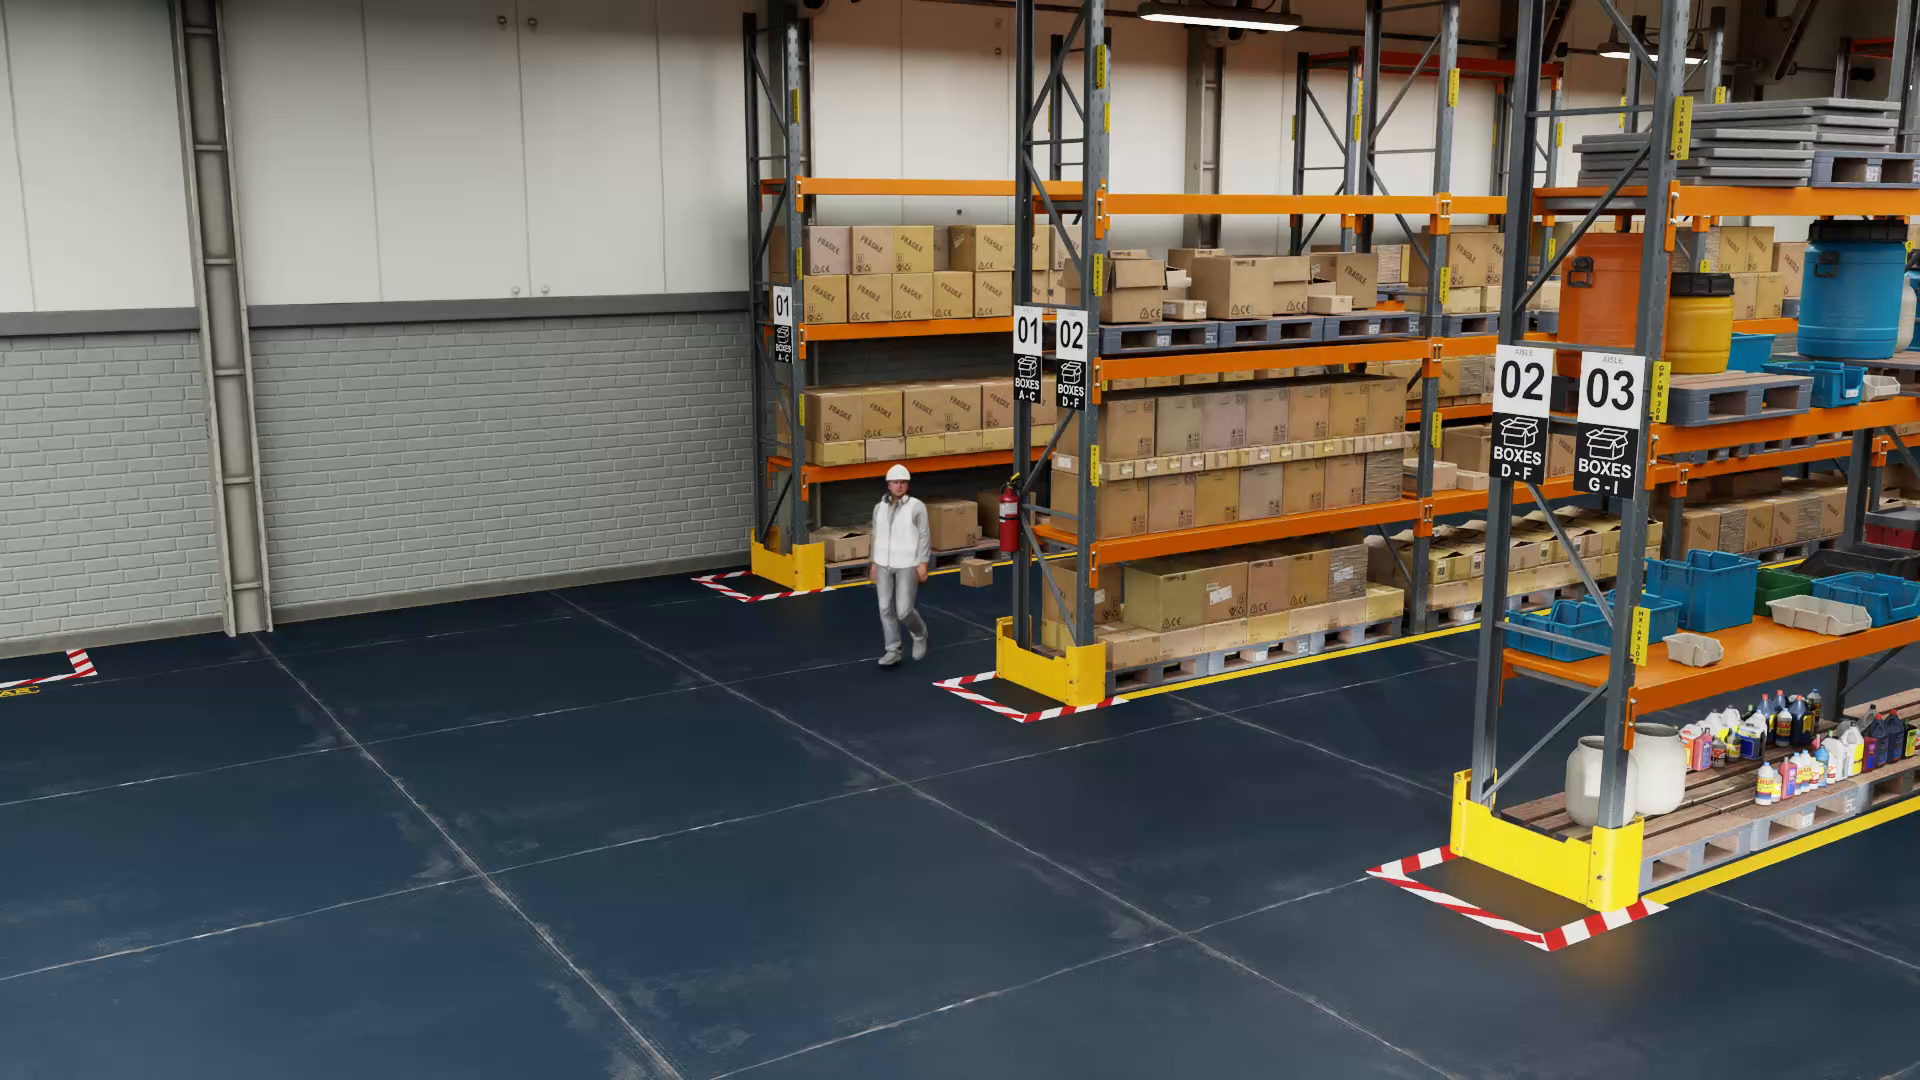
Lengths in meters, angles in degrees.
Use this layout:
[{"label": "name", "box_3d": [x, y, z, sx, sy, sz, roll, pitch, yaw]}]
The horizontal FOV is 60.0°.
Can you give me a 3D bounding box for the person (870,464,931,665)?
[{"label": "person", "box_3d": [-0.531, 0.213, 14.657, 0.548, 1.762, 0.503, 6, 13, 26]}]
